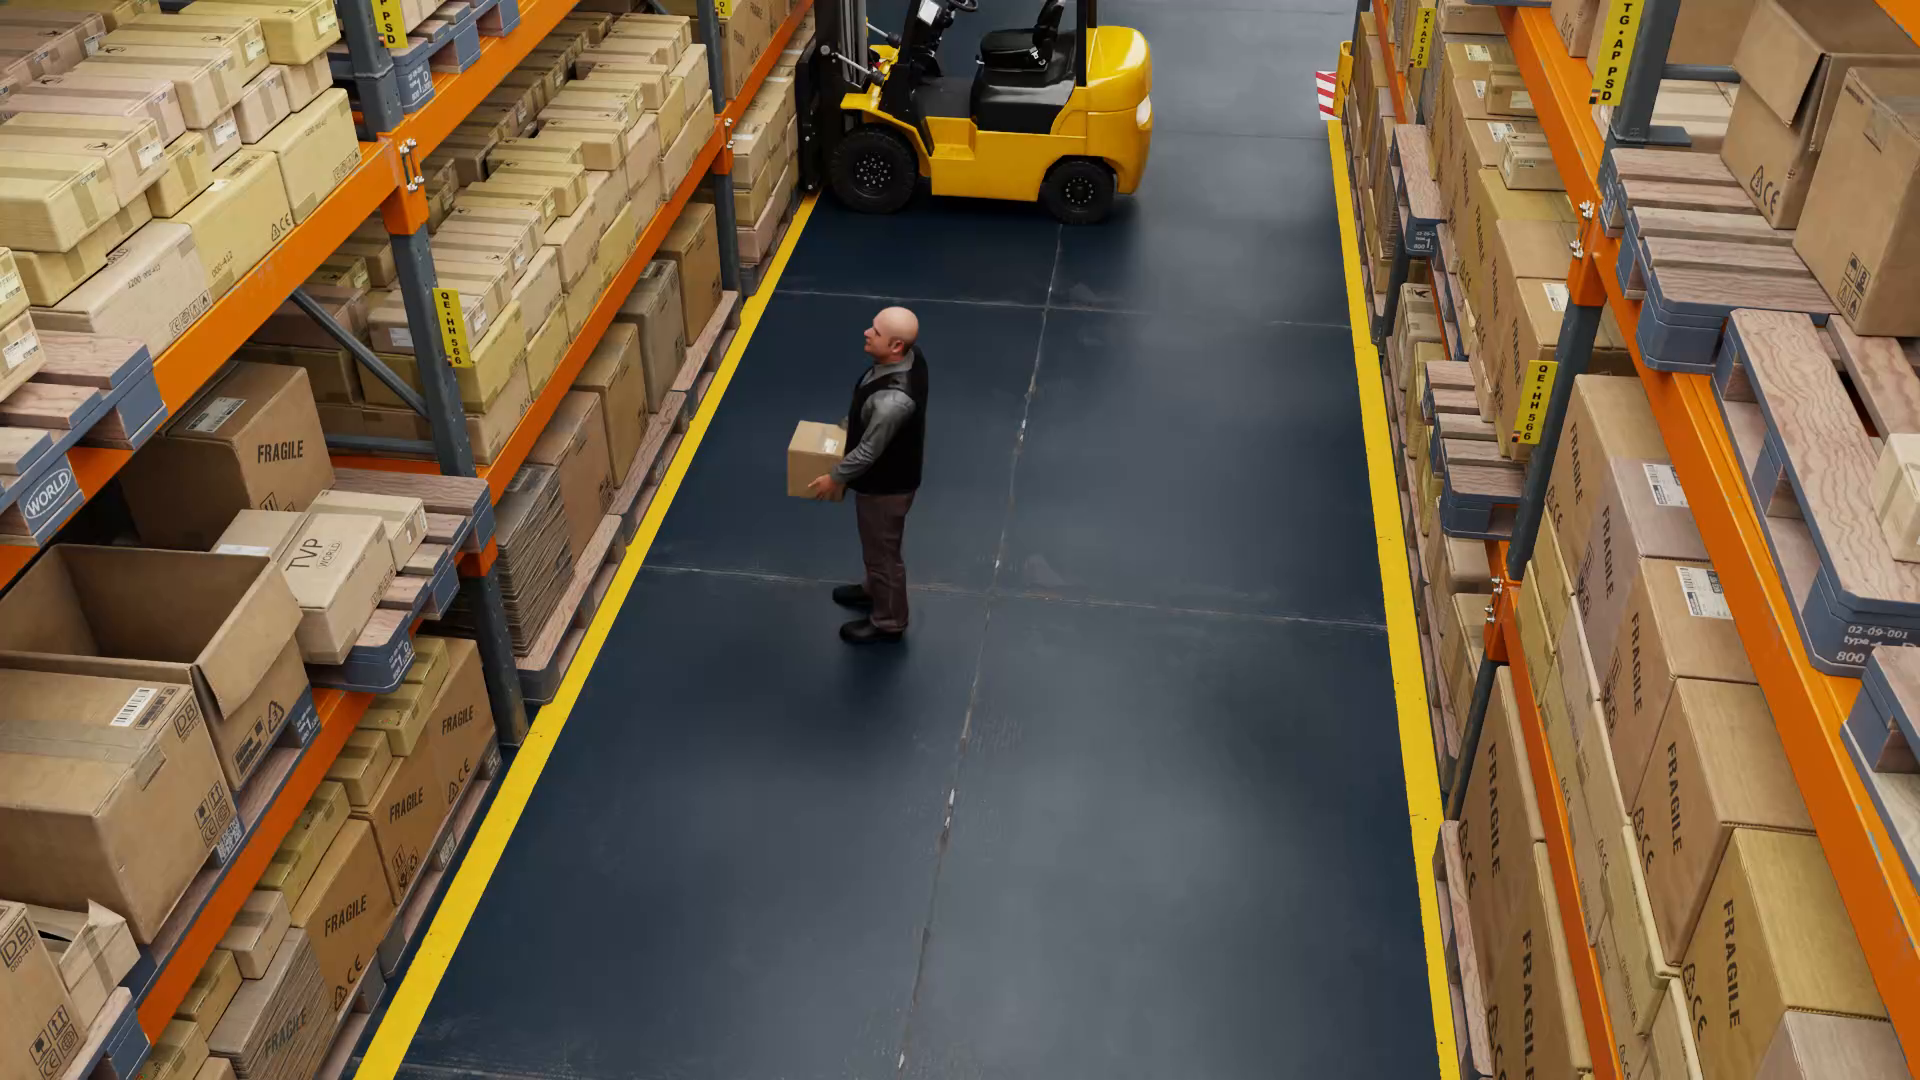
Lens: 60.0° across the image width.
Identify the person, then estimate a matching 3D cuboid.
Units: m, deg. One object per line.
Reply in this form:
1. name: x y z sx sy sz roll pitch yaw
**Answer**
1. person: -0.400 -0.283 7.448 0.521 1.726 0.546 2 36 2
